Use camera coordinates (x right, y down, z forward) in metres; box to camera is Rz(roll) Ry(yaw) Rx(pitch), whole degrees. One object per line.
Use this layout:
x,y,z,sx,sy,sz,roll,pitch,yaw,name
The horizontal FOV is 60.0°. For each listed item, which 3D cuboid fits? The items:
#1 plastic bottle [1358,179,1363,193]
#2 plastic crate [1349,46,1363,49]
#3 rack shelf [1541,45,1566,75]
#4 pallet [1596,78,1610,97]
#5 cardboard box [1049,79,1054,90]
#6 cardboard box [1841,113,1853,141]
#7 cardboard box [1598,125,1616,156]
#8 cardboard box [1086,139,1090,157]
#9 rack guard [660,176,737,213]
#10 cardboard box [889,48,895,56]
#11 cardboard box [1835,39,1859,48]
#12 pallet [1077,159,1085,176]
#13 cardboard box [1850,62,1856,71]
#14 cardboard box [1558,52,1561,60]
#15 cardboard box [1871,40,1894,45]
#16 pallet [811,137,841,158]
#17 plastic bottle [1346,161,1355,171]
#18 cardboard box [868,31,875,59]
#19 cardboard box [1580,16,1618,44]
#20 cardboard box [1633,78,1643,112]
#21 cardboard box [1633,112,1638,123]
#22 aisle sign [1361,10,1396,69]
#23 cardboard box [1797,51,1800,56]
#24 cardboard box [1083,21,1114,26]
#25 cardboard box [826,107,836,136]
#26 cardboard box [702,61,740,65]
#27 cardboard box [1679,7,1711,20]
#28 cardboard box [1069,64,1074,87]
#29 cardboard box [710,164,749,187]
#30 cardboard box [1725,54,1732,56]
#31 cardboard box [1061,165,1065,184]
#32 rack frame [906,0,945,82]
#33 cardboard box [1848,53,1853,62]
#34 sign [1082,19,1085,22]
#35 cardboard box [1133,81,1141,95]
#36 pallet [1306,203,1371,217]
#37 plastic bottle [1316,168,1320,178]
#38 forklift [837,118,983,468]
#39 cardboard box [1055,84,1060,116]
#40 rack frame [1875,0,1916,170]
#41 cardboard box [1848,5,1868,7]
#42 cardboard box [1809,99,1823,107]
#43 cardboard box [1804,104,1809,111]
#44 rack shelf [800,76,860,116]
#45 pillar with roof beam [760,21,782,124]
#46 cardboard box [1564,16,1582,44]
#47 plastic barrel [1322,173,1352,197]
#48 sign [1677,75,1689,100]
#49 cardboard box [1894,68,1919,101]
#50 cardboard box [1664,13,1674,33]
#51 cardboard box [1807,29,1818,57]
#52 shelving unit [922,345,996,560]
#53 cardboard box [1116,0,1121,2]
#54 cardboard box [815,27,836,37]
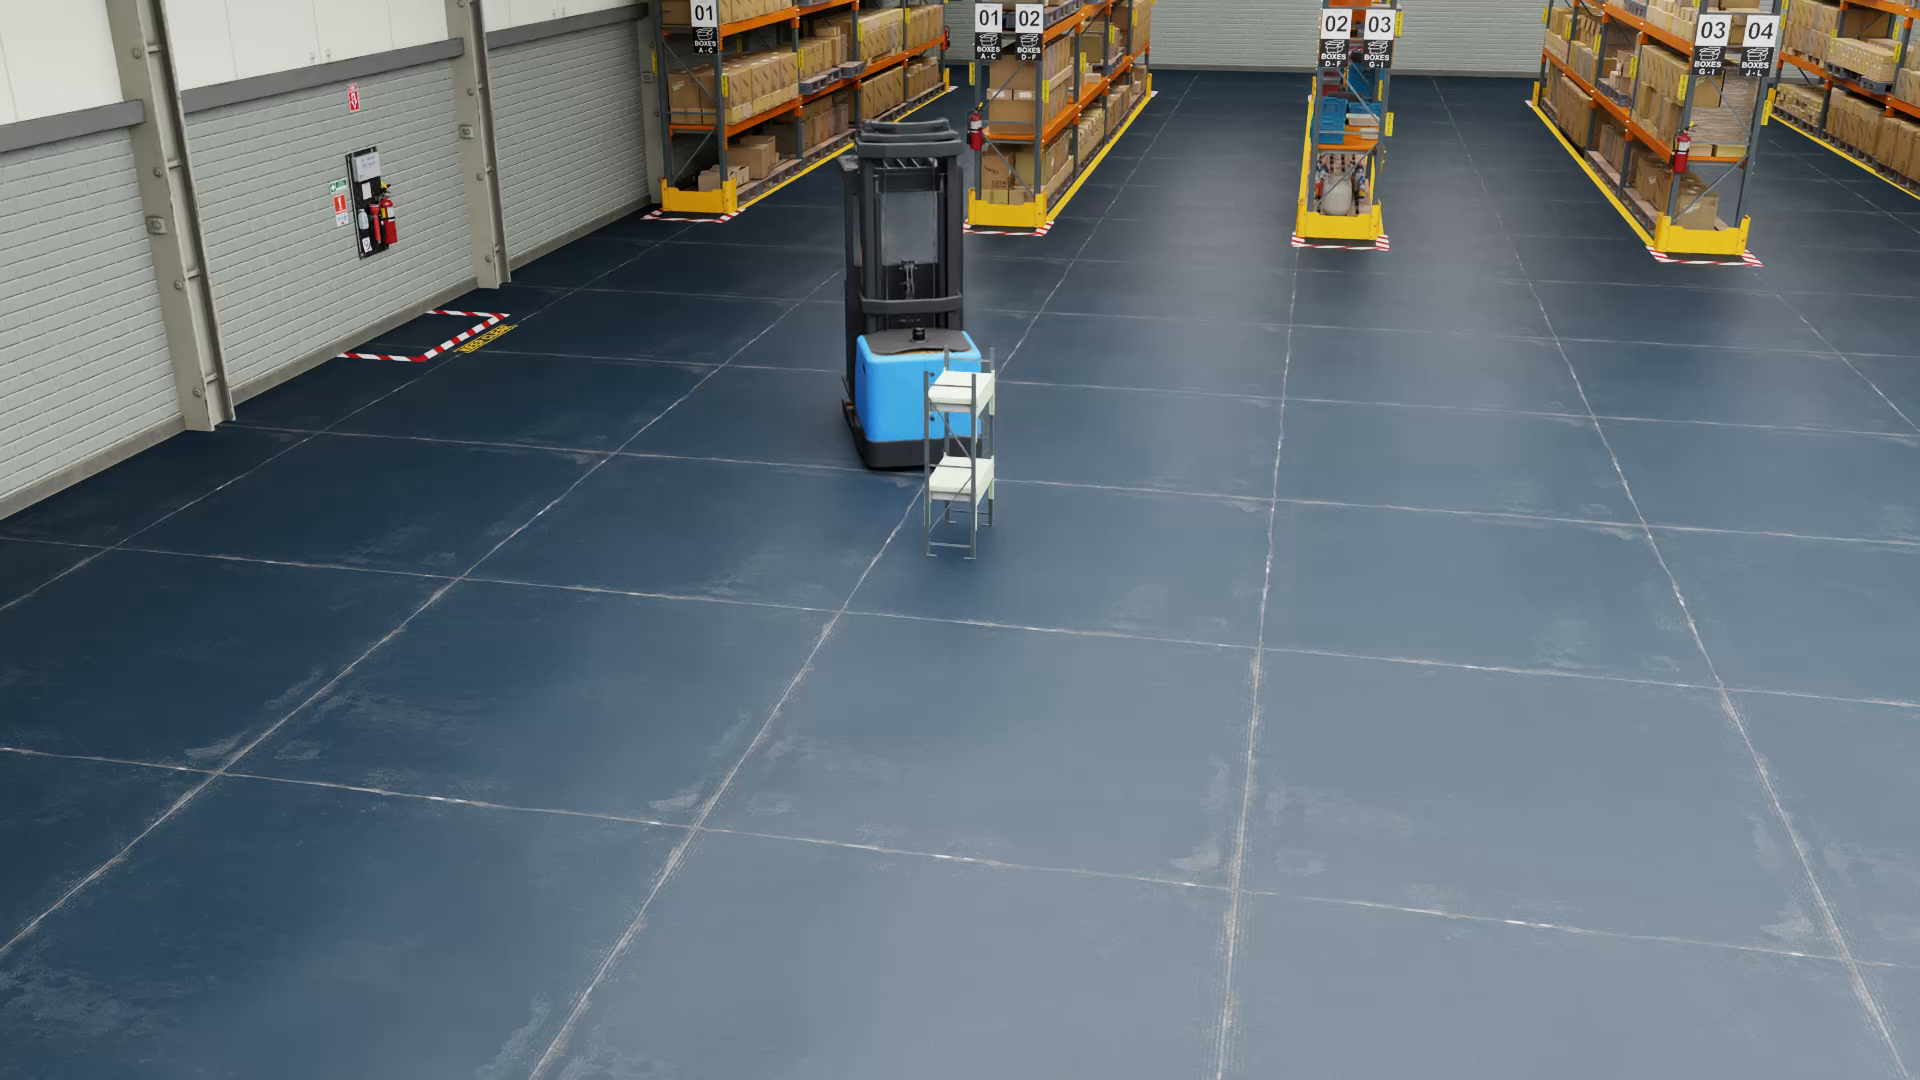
6.311,-5.531,26.135,0.097,0.271,0.097,0,22,0,plastic bottle
8.442,-10.581,35.446,0.402,0.464,0.583,4,22,11,plastic crate
13.272,-10.237,35.719,1.077,0.370,4.000,4,22,11,rack shelf
12.006,-8.018,29.504,1.213,0.211,1.003,4,22,11,pallet
1.269,-7.152,26.095,0.380,0.149,0.250,4,22,10,cardboard box
17.088,-7.823,31.546,0.500,0.500,0.500,5,22,12,cardboard box
11.930,-7.174,29.908,0.700,0.500,0.500,3,22,8,cardboard box
2.067,-7.094,30.071,0.500,0.250,0.500,4,22,9,cardboard box
-4.117,-5.451,26.220,1.175,0.500,0.348,4,22,11,rack guard
-1.597,-10.433,35.552,0.380,0.149,0.250,4,22,11,cardboard box
17.117,-9.567,32.070,0.380,0.149,0.250,5,22,12,cardboard box
1.646,-6.649,29.579,1.003,0.211,1.213,4,22,11,pallet
16.852,-8.823,31.020,0.380,0.149,0.250,3,22,8,cardboard box
12.762,-10.141,34.854,0.380,0.149,0.250,5,22,12,cardboard box
17.754,-9.518,31.949,0.380,0.149,0.250,4,22,9,cardboard box
-2.912,-7.485,31.656,1.003,0.211,1.213,4,22,11,pallet
6.392,-6.019,27.242,0.144,0.351,0.185,4,22,11,plastic bottle
-2.034,-10.051,33.737,0.500,0.500,0.500,5,23,13,cardboard box
12.741,-10.116,32.981,0.797,0.503,0.637,4,22,10,cardboard box
11.079,-6.938,26.032,0.875,0.500,0.500,4,22,11,cardboard box
10.829,-6.650,26.188,0.380,0.149,0.250,4,22,11,cardboard box
5.838,-6.985,23.202,0.394,0.787,0.004,4,22,11,aisle sign
18.090,-10.381,35.450,0.380,0.149,0.250,6,23,13,cardboard box
2.851,-10.680,35.162,0.700,0.500,0.500,-3,22,-7,cardboard box
-2.815,-8.107,32.224,0.700,0.500,0.500,4,22,11,cardboard box
-3.928,-7.616,27.419,0.500,0.500,0.500,5,22,12,cardboard box
10.310,-7.371,23.291,0.380,0.149,0.250,5,22,11,cardboard box
1.814,-8.188,29.536,0.500,0.500,0.500,6,23,15,cardboard box
-3.787,-5.995,27.233,0.500,0.311,0.500,6,23,15,cardboard box
11.205,-7.010,24.874,0.500,0.500,0.500,4,22,11,cardboard box
1.454,-6.037,27.446,0.500,0.250,0.500,4,22,11,cardboard box
-0.868,-12.435,40.213,1.000,3.000,0.127,4,22,11,rack frame
16.905,-9.051,31.187,0.380,0.149,0.250,4,22,10,cardboard box
2.634,-11.036,35.581,0.100,0.325,0.005,4,22,11,sign
3.889,-10.424,38.313,0.500,0.250,0.500,4,22,11,cardboard box
5.707,-4.862,25.144,1.003,0.211,1.213,4,22,11,pallet
5.686,-5.778,26.642,0.144,0.351,0.185,4,22,10,plastic bottle
-0.553,-2.517,15.680,1.130,2.935,3.031,-4,22,-9,forklift
1.242,-7.177,27.024,0.700,0.500,0.500,5,22,12,cardboard box
16.882,-7.961,29.105,1.000,3.000,0.127,4,22,11,rack frame
18.253,-10.591,33.766,0.500,0.500,0.500,5,22,12,cardboard box
17.573,-8.910,33.920,0.380,0.149,0.250,4,22,10,cardboard box
17.712,-8.952,34.421,0.380,0.149,0.250,5,22,12,cardboard box
-2.908,-8.444,31.267,1.077,0.370,4.000,4,22,11,rack shelf
0.602,-11.554,29.996,9.100,9.000,0.400,4,22,11,pillar with roof beam
12.695,-10.444,34.069,0.500,0.500,0.500,5,22,12,cardboard box
5.728,-5.298,25.262,0.421,0.512,0.421,0,22,0,plastic barrel
9.876,-6.184,22.719,0.100,0.325,0.005,4,22,11,sign
16.526,-7.864,28.730,0.500,0.500,0.500,5,22,12,cardboard box
10.574,-7.522,24.200,0.500,0.250,0.500,4,22,10,cardboard box
17.730,-10.178,34.079,0.500,0.500,0.500,4,22,11,cardboard box
-0.001,-0.693,13.067,0.431,1.500,0.755,4,22,11,shelving unit
3.325,-11.866,37.329,0.500,0.500,0.500,4,22,10,cardboard box
-2.592,-9.813,32.113,0.380,0.149,0.250,1,22,2,cardboard box
